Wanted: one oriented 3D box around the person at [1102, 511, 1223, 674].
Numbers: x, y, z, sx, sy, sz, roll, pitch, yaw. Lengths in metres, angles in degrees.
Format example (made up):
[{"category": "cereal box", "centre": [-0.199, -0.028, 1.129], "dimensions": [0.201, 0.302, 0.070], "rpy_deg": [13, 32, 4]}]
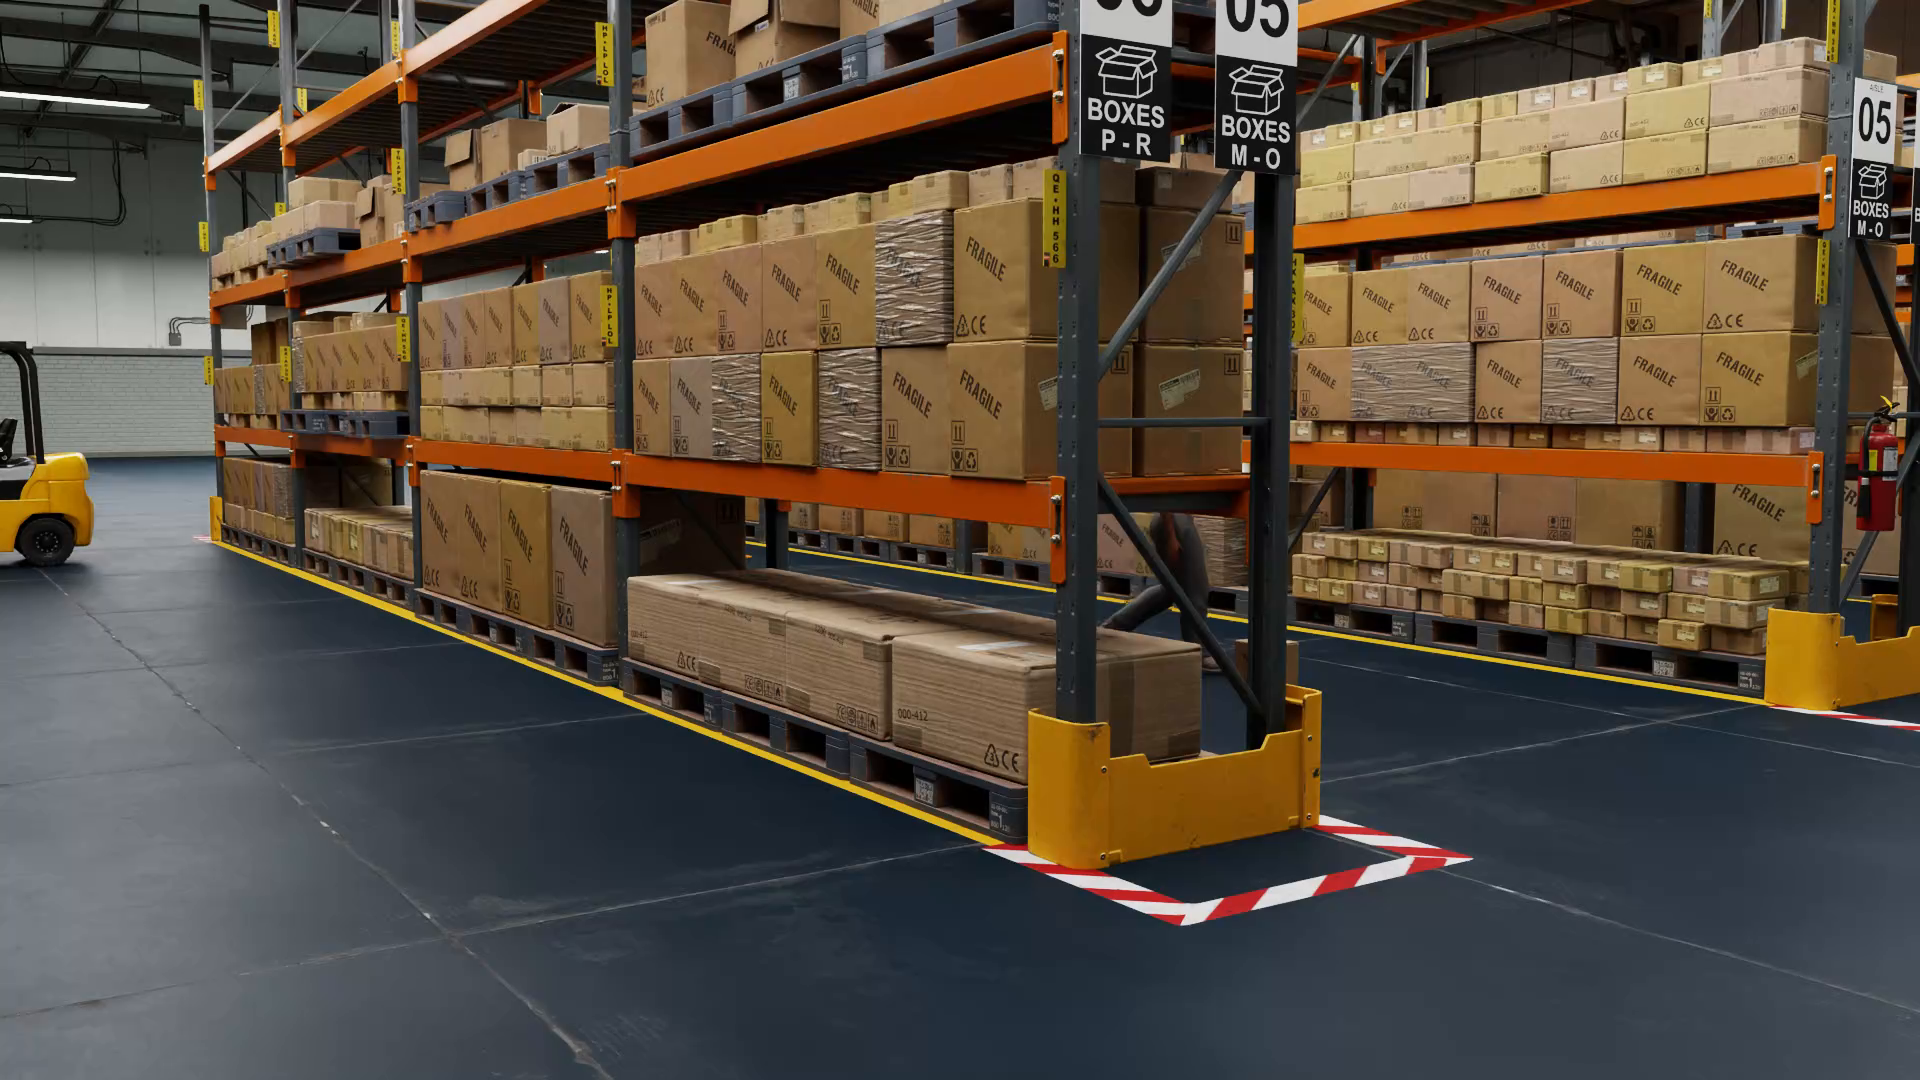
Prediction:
[{"category": "person", "centre": [1.222, -0.056, 9.720], "dimensions": [0.769, 1.635, 0.468], "rpy_deg": [0, 5, 4]}]
